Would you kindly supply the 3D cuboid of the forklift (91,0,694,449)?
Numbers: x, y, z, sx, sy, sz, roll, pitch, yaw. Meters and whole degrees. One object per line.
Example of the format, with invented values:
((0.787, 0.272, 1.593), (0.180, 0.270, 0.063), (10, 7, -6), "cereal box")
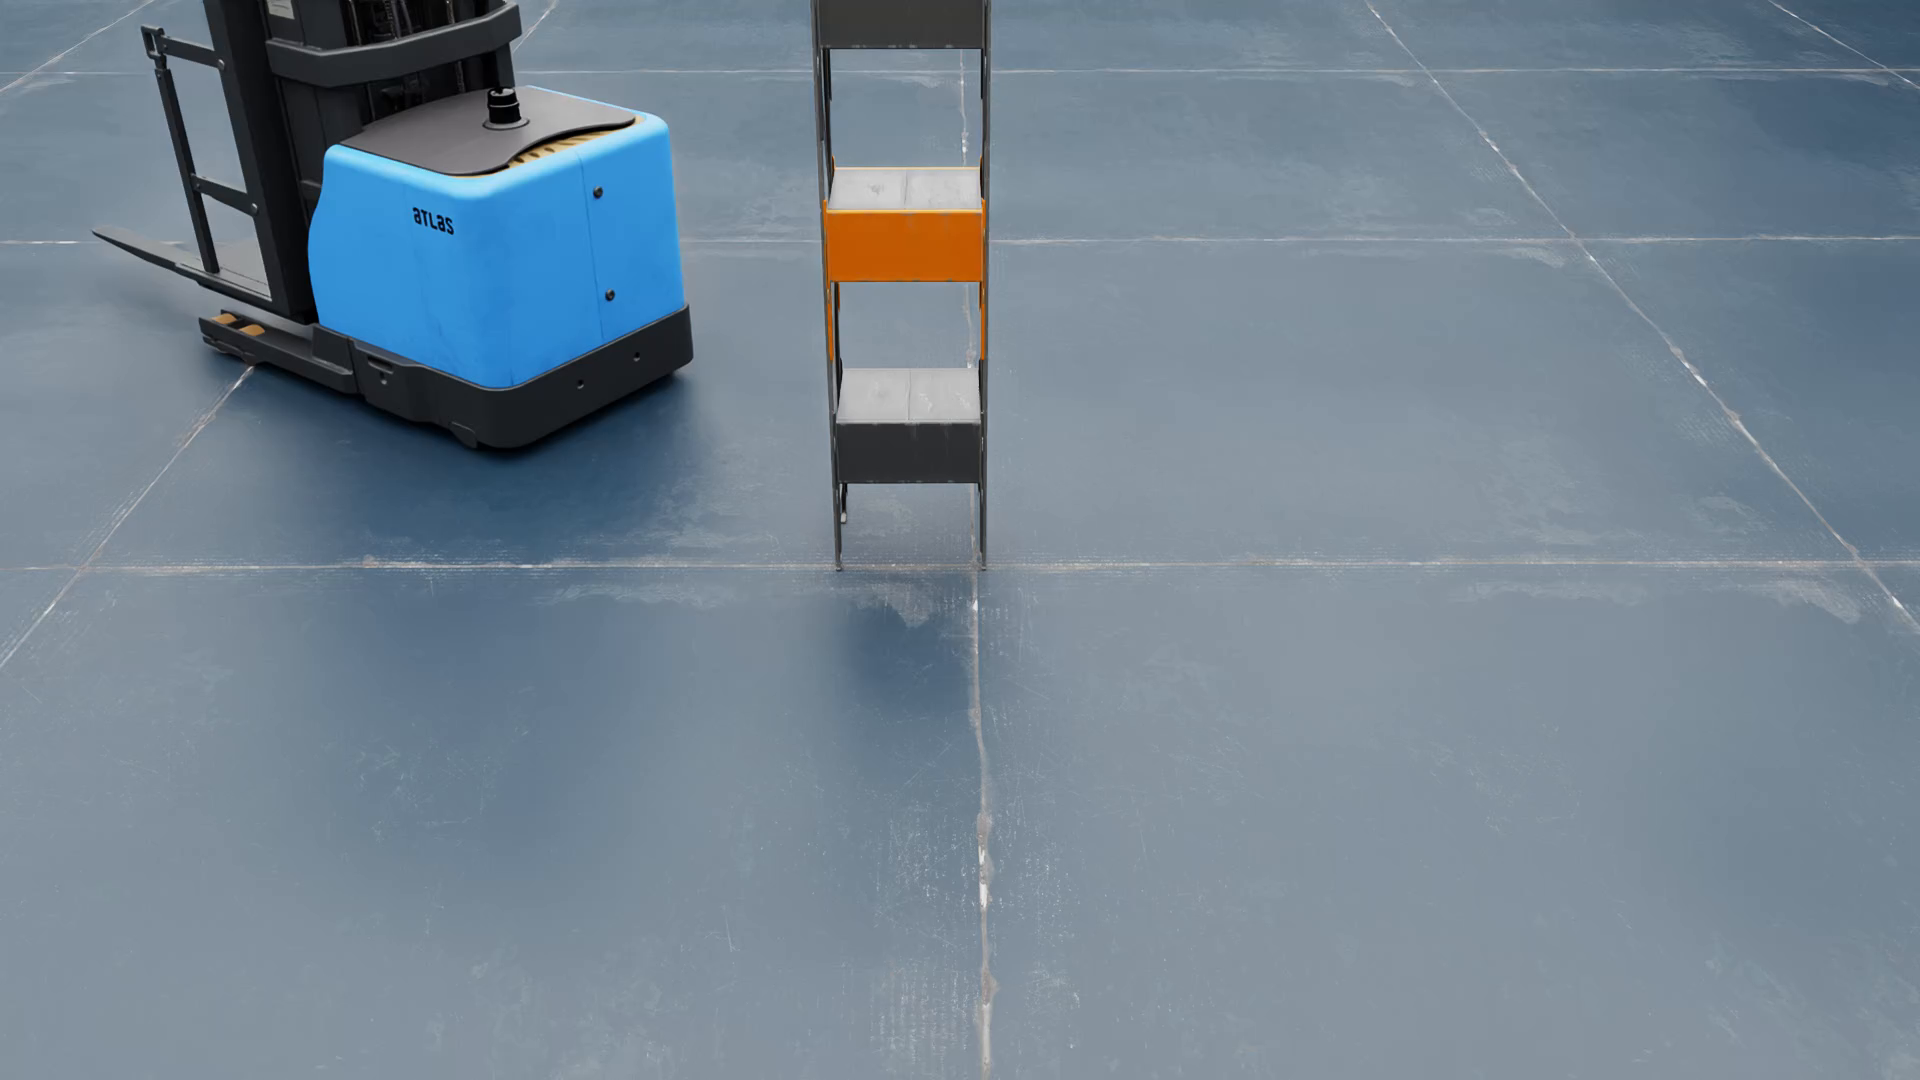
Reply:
((-2.593, -2.186, 6.527), (3.031, 2.935, 1.130), (20, 37, 30), "forklift")

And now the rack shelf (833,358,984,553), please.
((-0.166, -0.287, 5.575), (0.480, 0.518, 0.431), (0, 31, 0), "rack shelf")

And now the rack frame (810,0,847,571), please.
((-0.410, -0.896, 5.203), (0.015, 2.100, 0.400), (0, 31, 0), "rack frame")

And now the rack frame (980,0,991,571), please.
((0.078, -0.898, 5.206), (0.015, 2.100, 0.400), (0, 31, 0), "rack frame")

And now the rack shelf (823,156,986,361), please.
((-0.166, -0.886, 5.212), (0.480, 0.518, 0.431), (0, 31, 0), "rack shelf")

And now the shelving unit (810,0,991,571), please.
((-0.166, -0.897, 5.205), (0.503, 2.100, 0.431), (0, 31, 0), "shelving unit")

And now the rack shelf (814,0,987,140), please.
((-0.166, -1.484, 4.848), (0.480, 0.518, 0.431), (0, 31, 0), "rack shelf")
